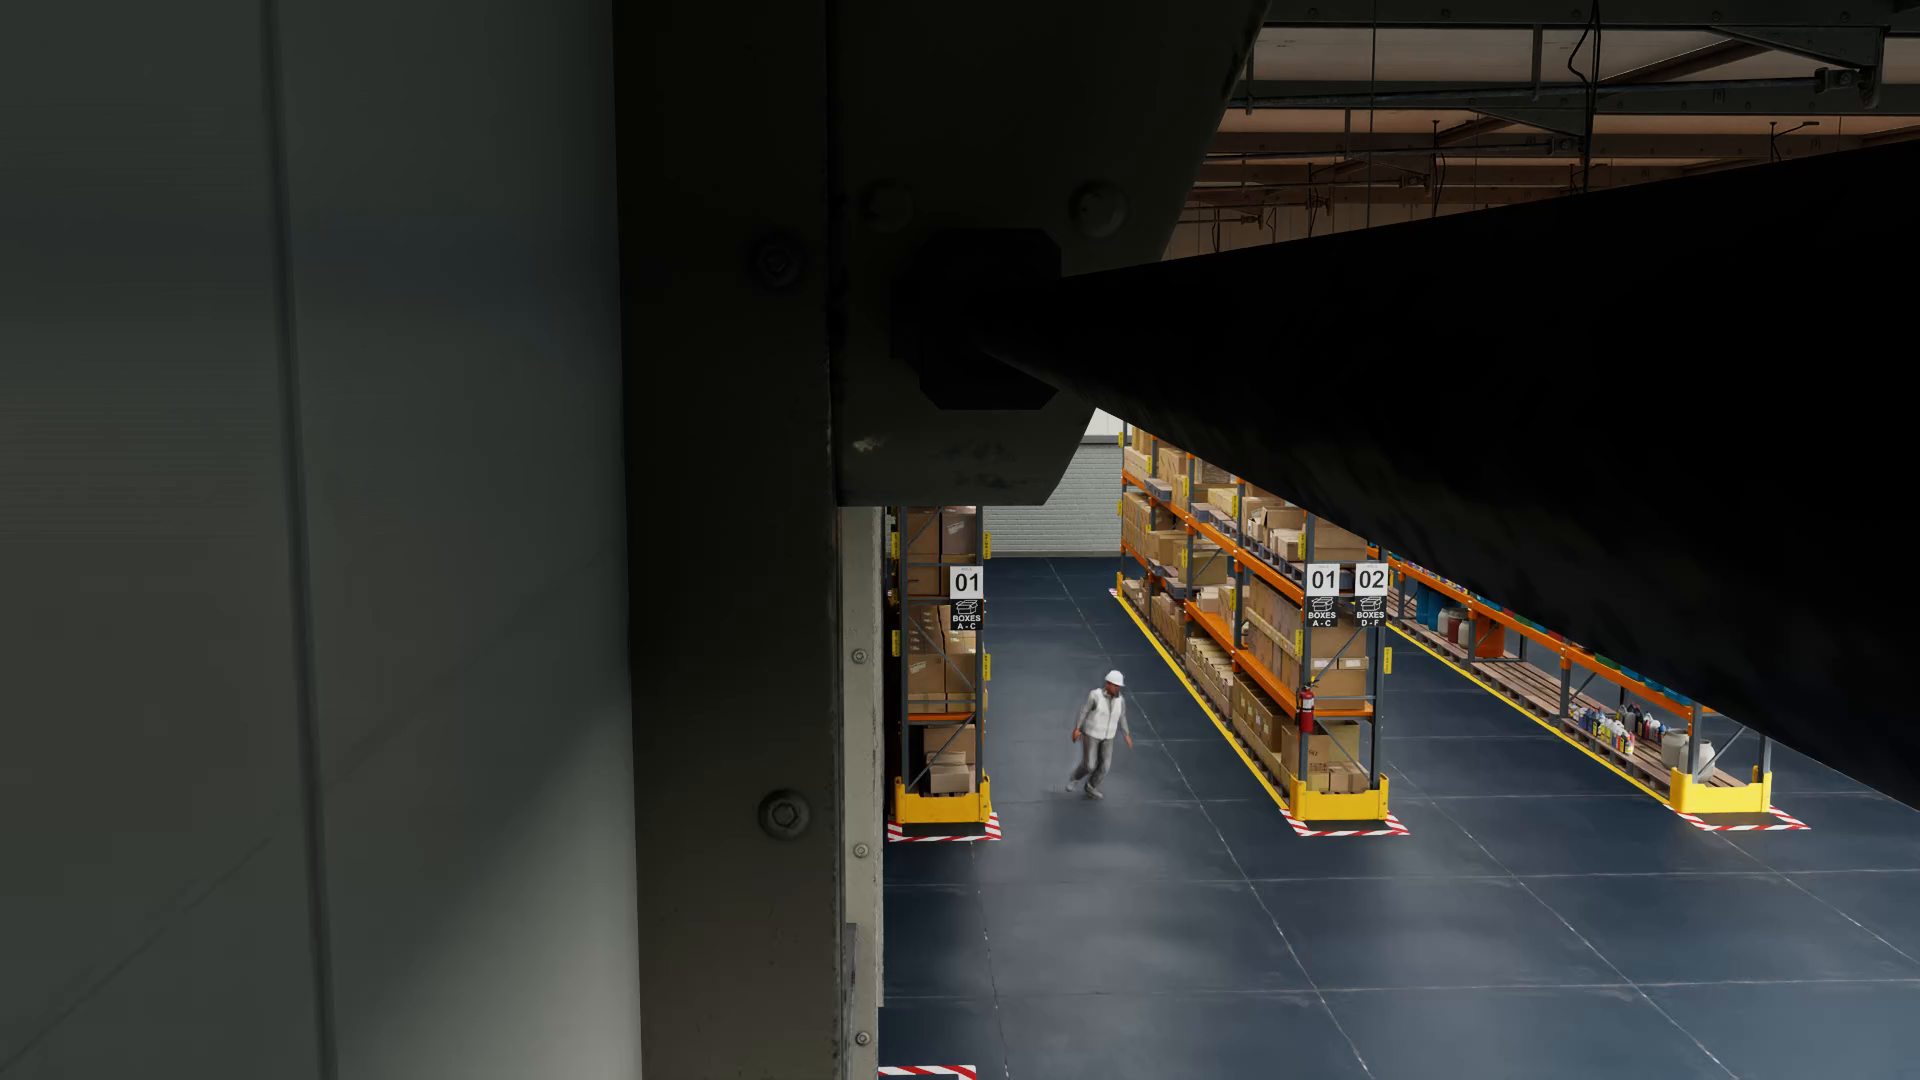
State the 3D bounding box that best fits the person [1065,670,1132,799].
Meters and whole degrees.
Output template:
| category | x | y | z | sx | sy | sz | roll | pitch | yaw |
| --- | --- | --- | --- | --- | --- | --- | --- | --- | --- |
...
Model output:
| category | x | y | z | sx | sy | sz | roll | pitch | yaw |
| --- | --- | --- | --- | --- | --- | --- | --- | --- | --- |
| person | 1.787 | 2.489 | 21.363 | 0.762 | 1.696 | 0.647 | -4 | 9 | -24 |
